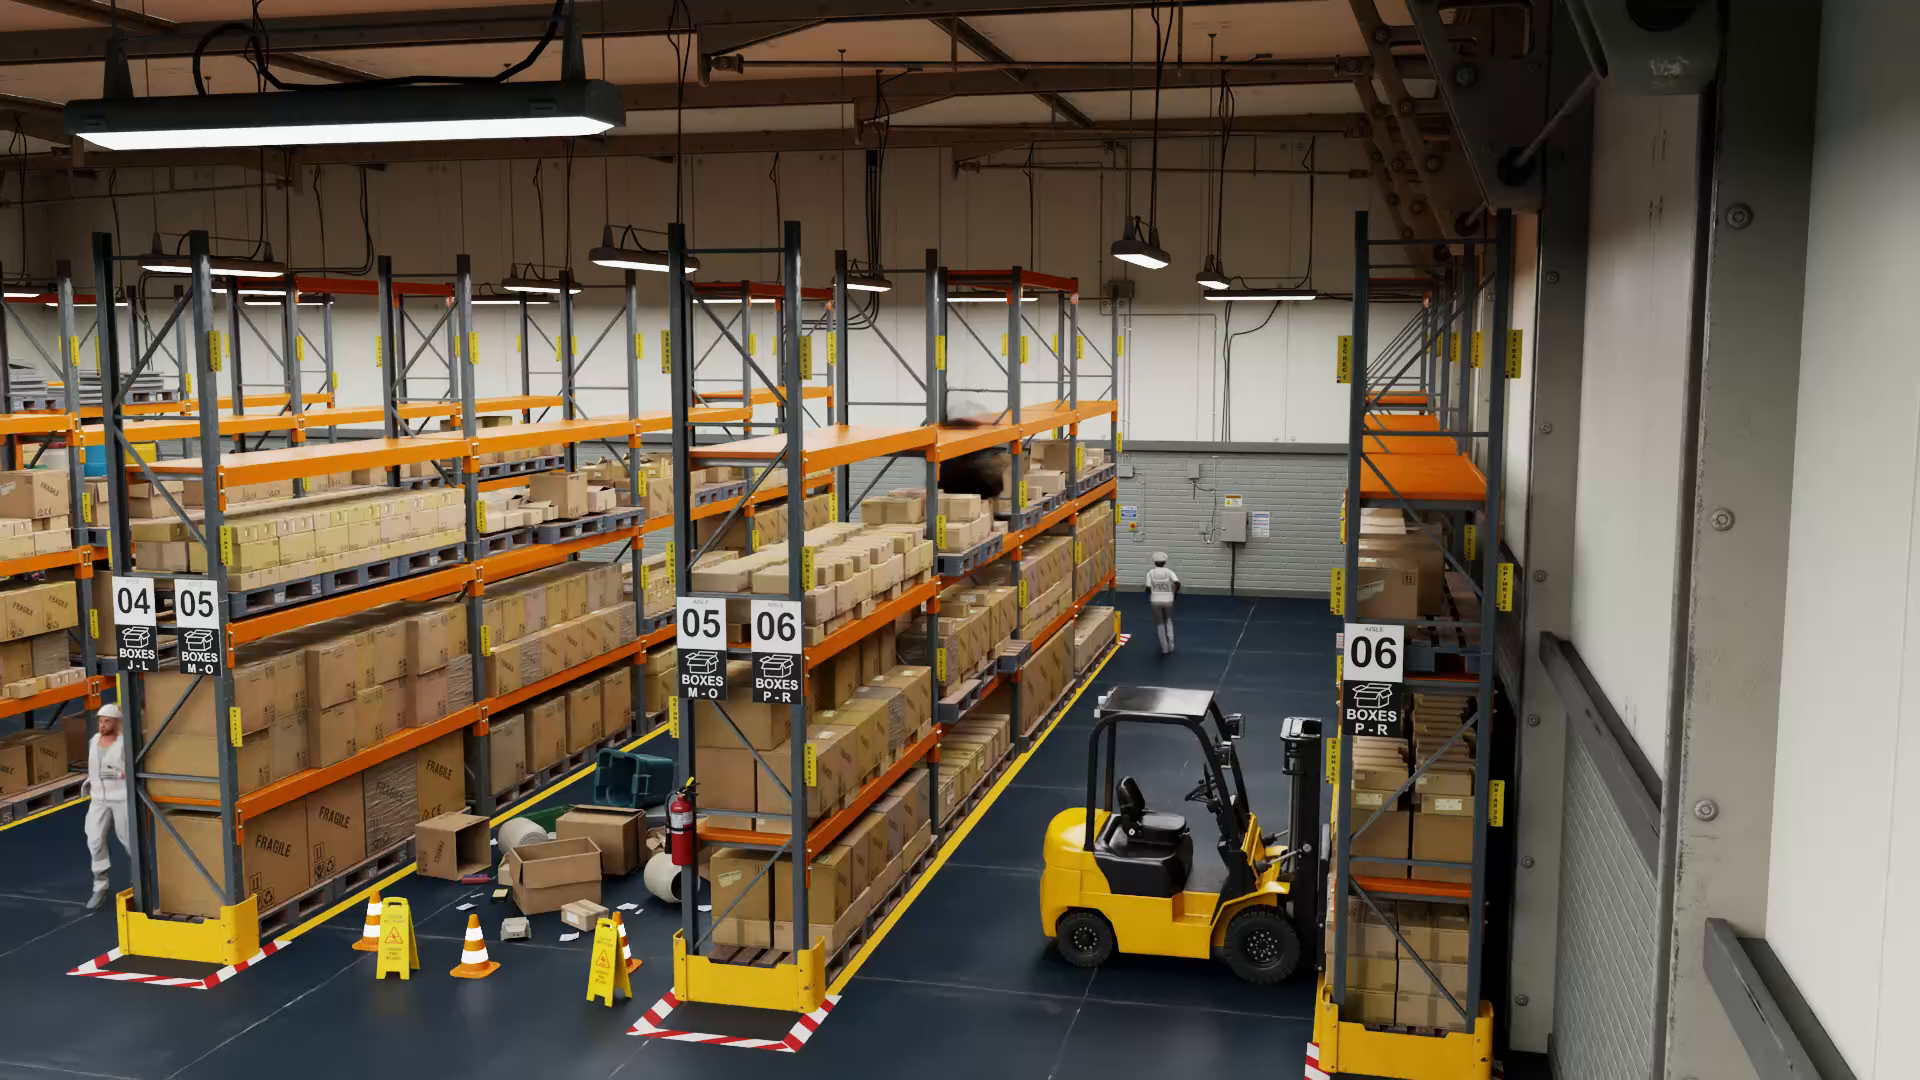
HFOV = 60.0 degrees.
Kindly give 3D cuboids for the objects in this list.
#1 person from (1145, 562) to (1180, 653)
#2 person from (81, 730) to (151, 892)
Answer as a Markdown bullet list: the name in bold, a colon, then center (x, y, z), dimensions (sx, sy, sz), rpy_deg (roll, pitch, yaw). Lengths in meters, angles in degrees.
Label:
- **person**: center (3.312, 1.041, 27.291), dimensions (0.551, 1.618, 0.634), rpy_deg (0, 7, 0)
- **person**: center (-7.786, 2.470, 15.328), dimensions (0.622, 1.458, 0.740), rpy_deg (0, 7, 3)
